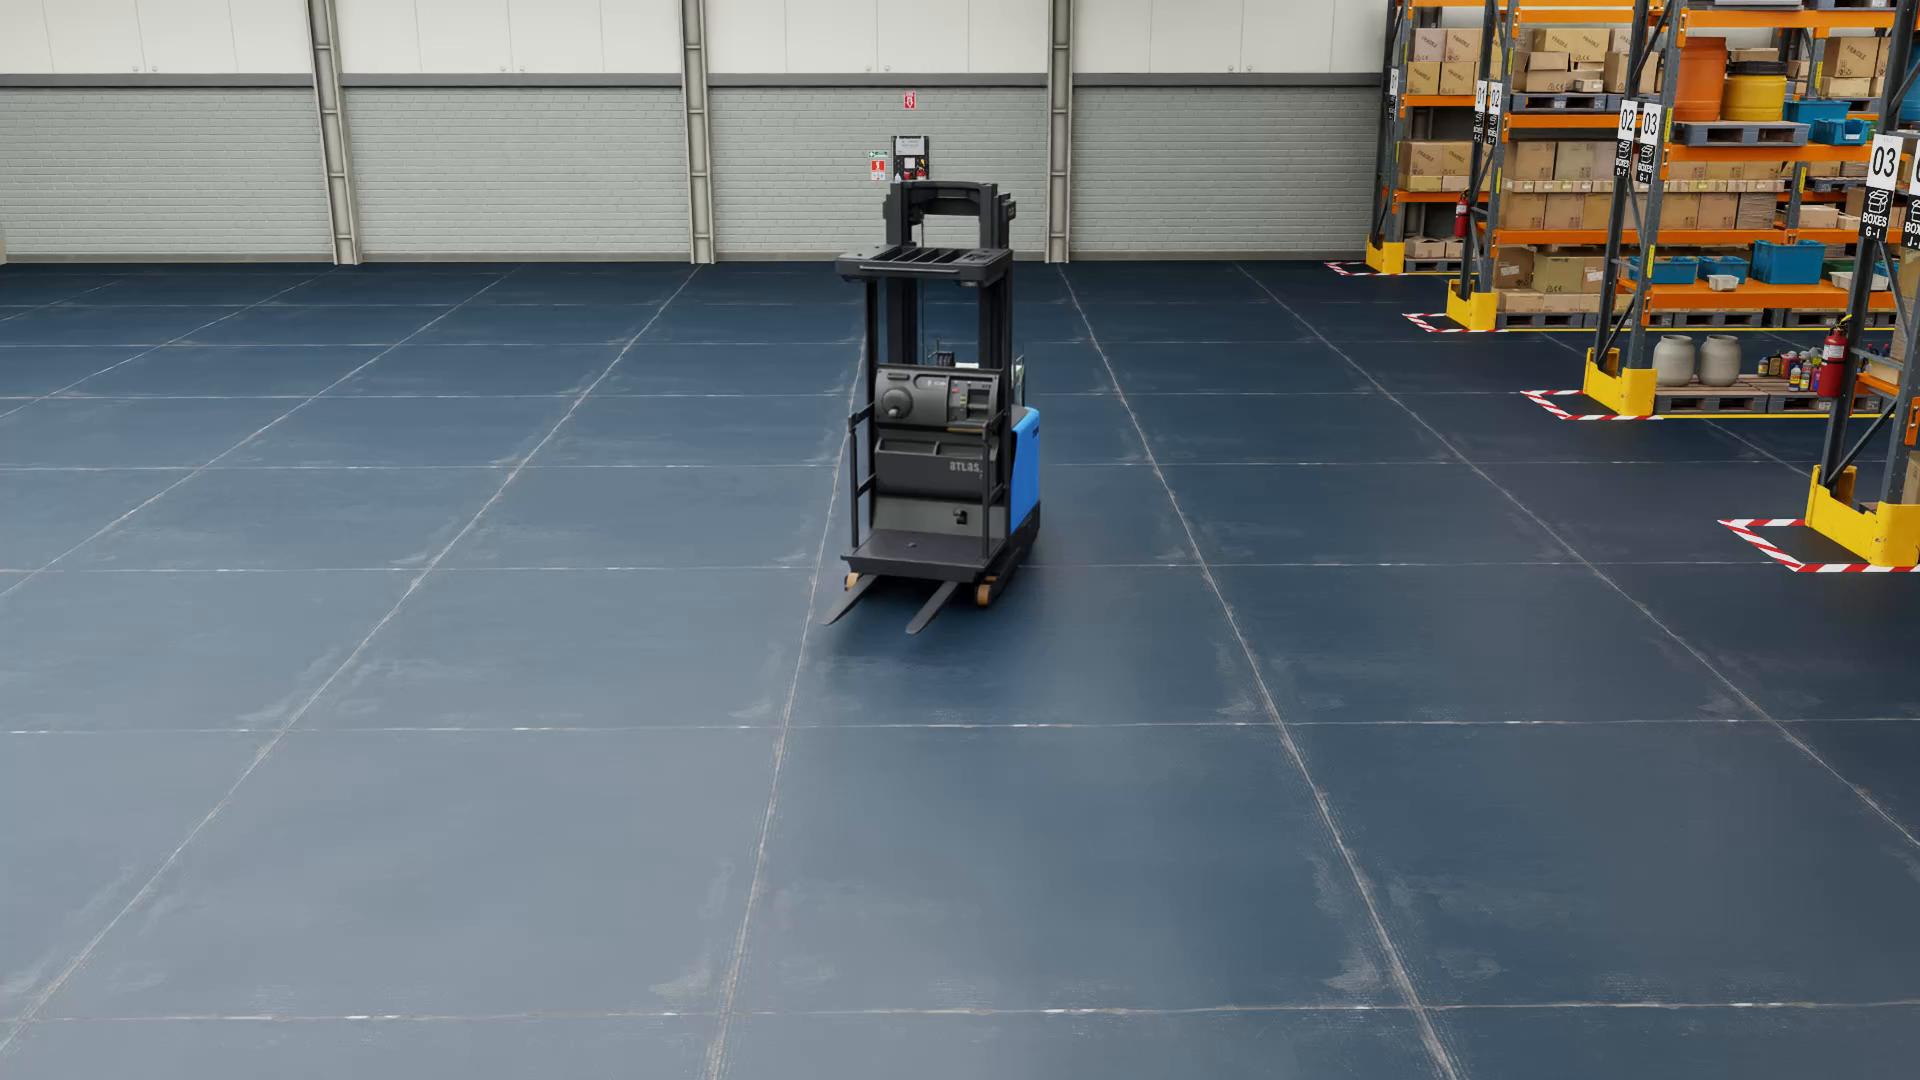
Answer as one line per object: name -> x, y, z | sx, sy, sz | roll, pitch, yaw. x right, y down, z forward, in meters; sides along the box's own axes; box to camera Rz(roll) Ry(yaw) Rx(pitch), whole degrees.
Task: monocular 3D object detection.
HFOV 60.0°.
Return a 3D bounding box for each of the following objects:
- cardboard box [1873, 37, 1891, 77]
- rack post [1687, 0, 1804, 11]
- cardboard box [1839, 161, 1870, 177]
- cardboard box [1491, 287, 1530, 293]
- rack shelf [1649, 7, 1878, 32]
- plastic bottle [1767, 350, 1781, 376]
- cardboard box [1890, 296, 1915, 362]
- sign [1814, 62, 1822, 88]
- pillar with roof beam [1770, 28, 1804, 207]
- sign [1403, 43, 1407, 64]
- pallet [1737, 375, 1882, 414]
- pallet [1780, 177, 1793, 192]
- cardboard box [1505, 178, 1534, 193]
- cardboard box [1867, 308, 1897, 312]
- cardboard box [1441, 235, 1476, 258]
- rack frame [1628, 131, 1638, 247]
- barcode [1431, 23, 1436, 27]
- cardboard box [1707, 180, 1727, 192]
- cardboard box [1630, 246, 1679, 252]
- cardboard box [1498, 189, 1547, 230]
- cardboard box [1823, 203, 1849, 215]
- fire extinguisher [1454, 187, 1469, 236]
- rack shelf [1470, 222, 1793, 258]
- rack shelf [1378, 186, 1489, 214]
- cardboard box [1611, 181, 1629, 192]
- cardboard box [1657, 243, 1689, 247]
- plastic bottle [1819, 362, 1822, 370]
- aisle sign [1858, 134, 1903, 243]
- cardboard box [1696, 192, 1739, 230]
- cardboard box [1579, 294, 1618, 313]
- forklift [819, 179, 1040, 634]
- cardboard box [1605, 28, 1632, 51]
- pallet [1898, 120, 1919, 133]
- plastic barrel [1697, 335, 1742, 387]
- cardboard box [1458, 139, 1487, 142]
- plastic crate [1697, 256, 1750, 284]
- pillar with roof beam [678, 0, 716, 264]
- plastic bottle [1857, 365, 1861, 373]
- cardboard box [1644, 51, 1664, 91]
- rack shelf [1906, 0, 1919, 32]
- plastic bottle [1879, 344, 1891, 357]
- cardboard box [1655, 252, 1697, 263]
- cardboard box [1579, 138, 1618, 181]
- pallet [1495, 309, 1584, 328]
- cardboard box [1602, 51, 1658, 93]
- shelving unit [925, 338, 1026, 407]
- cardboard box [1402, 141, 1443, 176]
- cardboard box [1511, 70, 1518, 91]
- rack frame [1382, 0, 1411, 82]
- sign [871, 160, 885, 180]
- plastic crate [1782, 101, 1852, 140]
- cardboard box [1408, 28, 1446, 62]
cardboard box -> 12.228, -6.357, 21.874 | 0.500, 0.500, 0.500 | 1, 18, 4
rack post -> 7.874, -5.494, 16.760 | 0.954, 0.300, 0.937 | 2, 18, 5
cardboard box -> 14.489, -6.226, 27.163 | 0.500, 0.500, 0.700 | -2, 18, -7
cardboard box -> 7.573, -3.407, 23.071 | 0.500, 0.250, 0.500 | 0, 18, -1
rack shelf -> 12.959, -8.289, 26.487 | 4.000, 0.370, 1.077 | 0, 18, -1
plastic bottle -> 9.062, -1.975, 18.521 | 0.133, 0.283, 0.061 | 0, 18, 0
cardboard box -> 7.745, -1.581, 12.915 | 0.500, 0.500, 0.875 | 0, 18, -1
sign -> 11.052, -5.985, 21.408 | 0.005, 0.325, 0.100 | 0, 18, -1
pillar with roof beam -> 13.713, -7.774, 23.051 | 0.400, 9.000, 9.100 | 0, 18, -1
sign -> 6.969, -7.615, 26.033 | 0.005, 0.325, 0.100 | 0, 18, -1
pallet -> 9.221, -1.605, 18.204 | 1.213, 0.211, 1.003 | 0, 18, -1
pallet -> 12.980, -5.861, 27.223 | 1.213, 0.211, 1.003 | 0, 18, -1
cardboard box -> 7.438, -4.716, 22.112 | 0.250, 0.149, 0.380 | 0, 18, -1
cardboard box -> 12.478, -3.265, 22.628 | 0.500, 0.250, 0.500 | -1, 18, -3
cardboard box -> 8.223, -4.844, 27.418 | 0.500, 0.311, 0.500 | 1, 18, 4
rack frame -> 10.959, -5.955, 27.202 | 0.127, 3.000, 1.000 | 0, 18, -1
barcode -> 7.662, -8.330, 26.911 | 0.075, 0.075, 0.001 | 0, 18, -1
cardboard box -> 10.001, -4.728, 22.150 | 0.250, 0.149, 0.380 | 0, 18, -1
cardboard box -> 9.573, -3.779, 23.003 | 0.500, 0.500, 0.500 | 0, 18, -1
cardboard box -> 7.509, -4.469, 22.405 | 0.500, 0.500, 0.700 | 0, 18, -1
cardboard box -> 11.918, -4.439, 22.694 | 0.258, 0.266, 0.396 | -1, 18, -2
fire extinguisher -> 6.916, -4.528, 22.878 | 0.183, 0.674, 0.296 | 0, 18, -1
rack shelf -> 9.042, -4.090, 22.565 | 4.000, 0.370, 1.077 | 0, 18, -1
rack shelf -> 8.960, -5.603, 27.282 | 4.000, 0.370, 1.077 | 0, 18, -1
cardboard box -> 8.725, -4.723, 22.133 | 0.250, 0.149, 0.380 | -1, 18, -2
cardboard box -> 11.695, -4.983, 27.543 | 0.500, 0.500, 0.700 | 0, 18, 1
plastic bottle -> 9.548, -1.889, 18.386 | 0.097, 0.201, 0.097 | 0, 18, 0
aisle sign -> 7.128, -2.727, 12.881 | 0.004, 0.787, 0.394 | 0, 18, -1
cardboard box -> 10.071, -4.482, 22.444 | 0.500, 0.500, 0.700 | 0, 18, -1
cardboard box -> 8.581, -3.254, 22.596 | 0.500, 0.250, 0.500 | 0, 18, -1
forklift -> -0.224, -1.044, 12.003 | 1.130, 2.935, 3.031 | 5, 18, 14
cardboard box -> 10.463, -7.832, 26.307 | 0.500, 0.500, 0.500 | -2, 18, -6
pallet -> 10.396, -4.235, 17.236 | 1.003, 0.211, 1.213 | 0, 18, -1
plastic barrel -> 8.274, -1.955, 18.115 | 0.421, 0.512, 0.421 | 0, 18, 0
cardboard box -> 8.448, -6.302, 27.267 | 0.500, 0.500, 0.500 | -1, 18, -2
plastic crate -> 8.261, -2.935, 18.029 | 0.408, 0.251, 0.499 | 0, 18, -1
pillar with roof beam -> -4.284, -7.688, 22.780 | 0.400, 9.000, 9.100 | 0, 18, -1
plastic bottle -> 9.579, -1.737, 17.799 | 0.097, 0.271, 0.097 | 0, 18, 0
cardboard box -> 9.393, -6.217, 22.021 | 0.637, 0.503, 0.797 | 2, 18, 5
rack shelf -> 9.194, -3.920, 12.218 | 4.000, 0.370, 1.077 | 0, 18, -1
plastic bottle -> 10.302, -2.001, 18.490 | 0.185, 0.351, 0.144 | 0, 18, 1
cardboard box -> 9.581, -3.619, 22.504 | 0.500, 0.500, 0.500 | 0, 18, -1
cardboard box -> 8.592, -5.094, 22.229 | 0.500, 0.500, 0.700 | 0, 18, -1
pallet -> 7.806, -3.112, 22.903 | 1.213, 0.211, 1.003 | 0, 18, -1
cardboard box -> 8.707, -6.090, 21.631 | 0.500, 0.500, 0.500 | 0, 18, -1
shelving unit -> 0.131, -0.889, 13.864 | 0.755, 1.500, 0.431 | 5, 18, 14
cardboard box -> 7.442, -6.142, 26.768 | 0.500, 0.500, 0.500 | 0, 18, -1
cardboard box -> 8.890, -7.351, 26.446 | 0.500, 0.500, 0.500 | 1, 18, 3
rack frame -> 6.960, -8.793, 26.225 | 0.127, 3.000, 1.000 | 0, 18, -1
sign -> -1.379, -6.220, 27.969 | 0.234, 0.329, 0.001 | 0, 18, -1
plastic crate -> 9.018, -4.432, 17.569 | 0.575, 0.384, 0.392 | 0, 18, -1
cardboard box -> 7.349, -7.825, 26.287 | 0.500, 0.500, 0.500 | -2, 18, -5
